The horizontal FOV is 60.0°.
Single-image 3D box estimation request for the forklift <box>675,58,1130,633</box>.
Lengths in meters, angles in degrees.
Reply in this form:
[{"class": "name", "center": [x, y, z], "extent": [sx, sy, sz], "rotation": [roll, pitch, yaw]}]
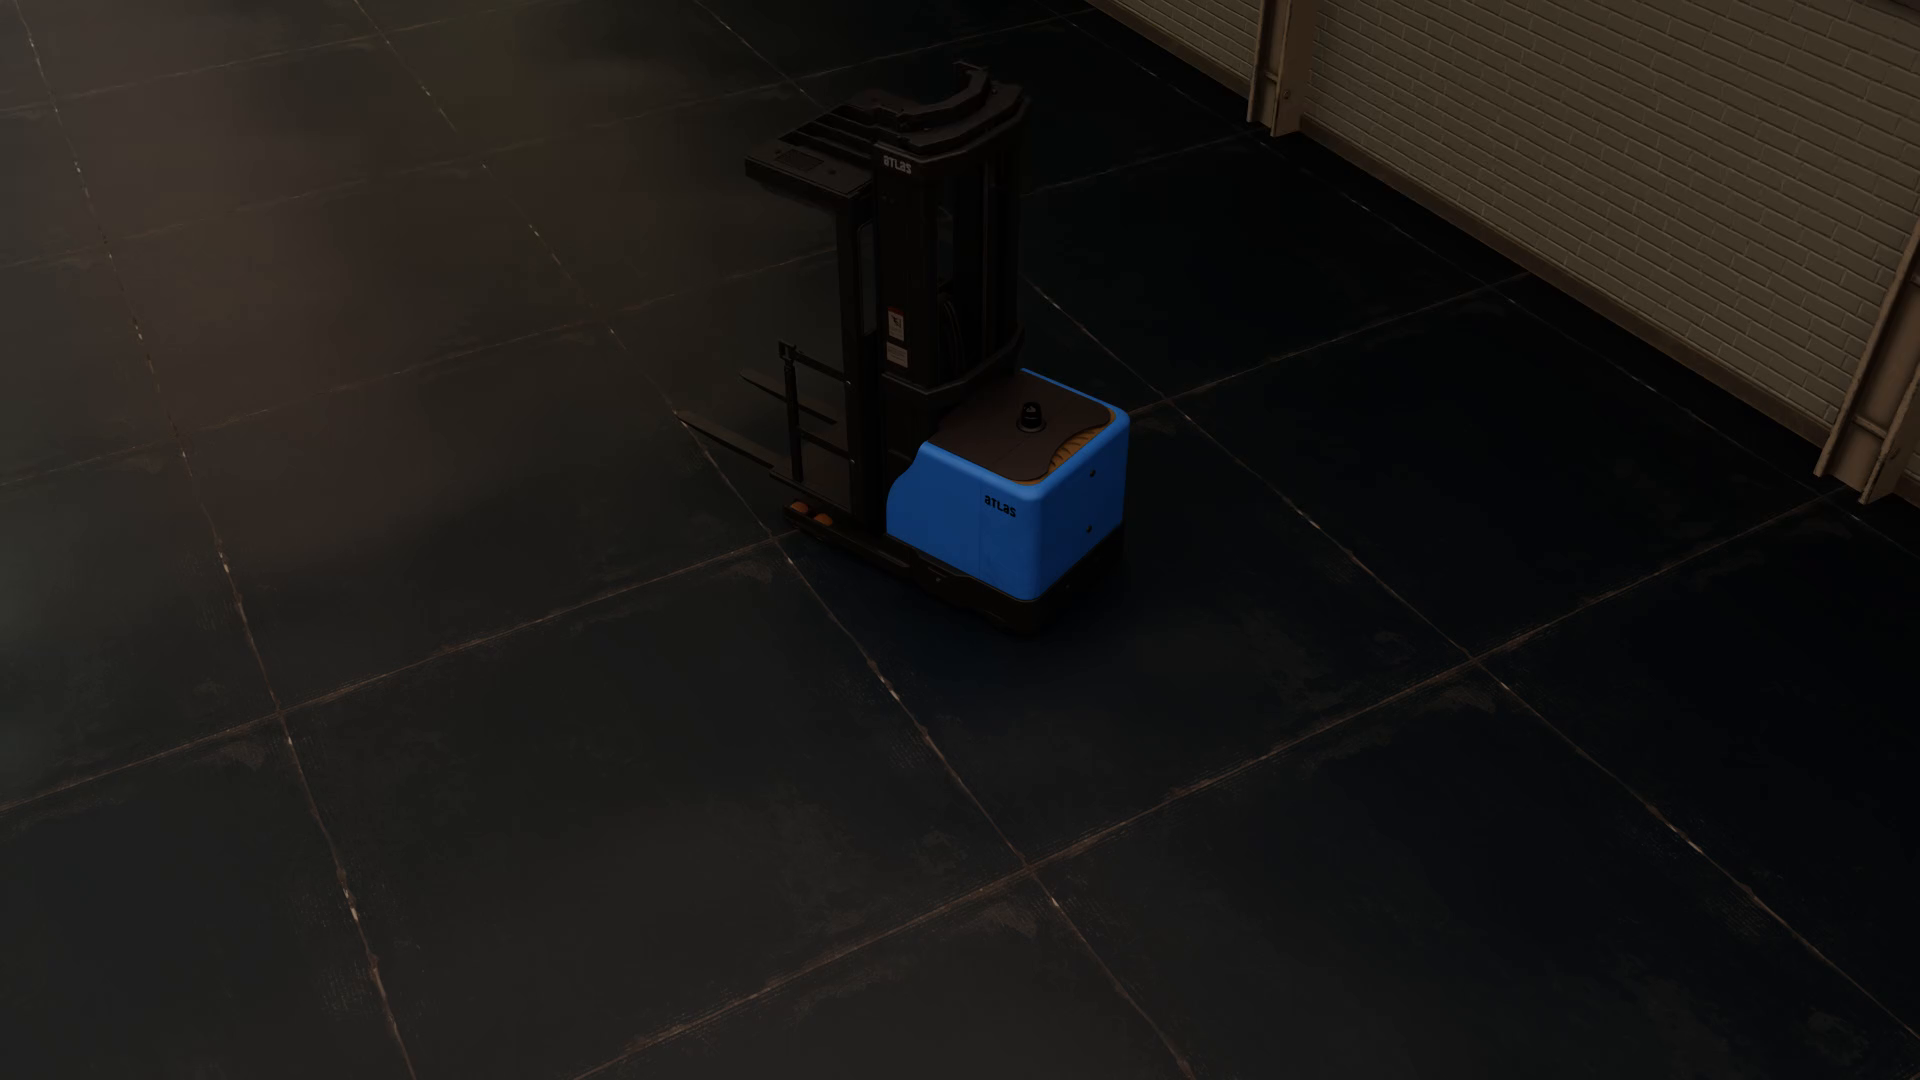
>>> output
[{"class": "forklift", "center": [-0.481, -1.366, 9.683], "extent": [3.031, 2.935, 1.130], "rotation": [26, 46, 28]}]
